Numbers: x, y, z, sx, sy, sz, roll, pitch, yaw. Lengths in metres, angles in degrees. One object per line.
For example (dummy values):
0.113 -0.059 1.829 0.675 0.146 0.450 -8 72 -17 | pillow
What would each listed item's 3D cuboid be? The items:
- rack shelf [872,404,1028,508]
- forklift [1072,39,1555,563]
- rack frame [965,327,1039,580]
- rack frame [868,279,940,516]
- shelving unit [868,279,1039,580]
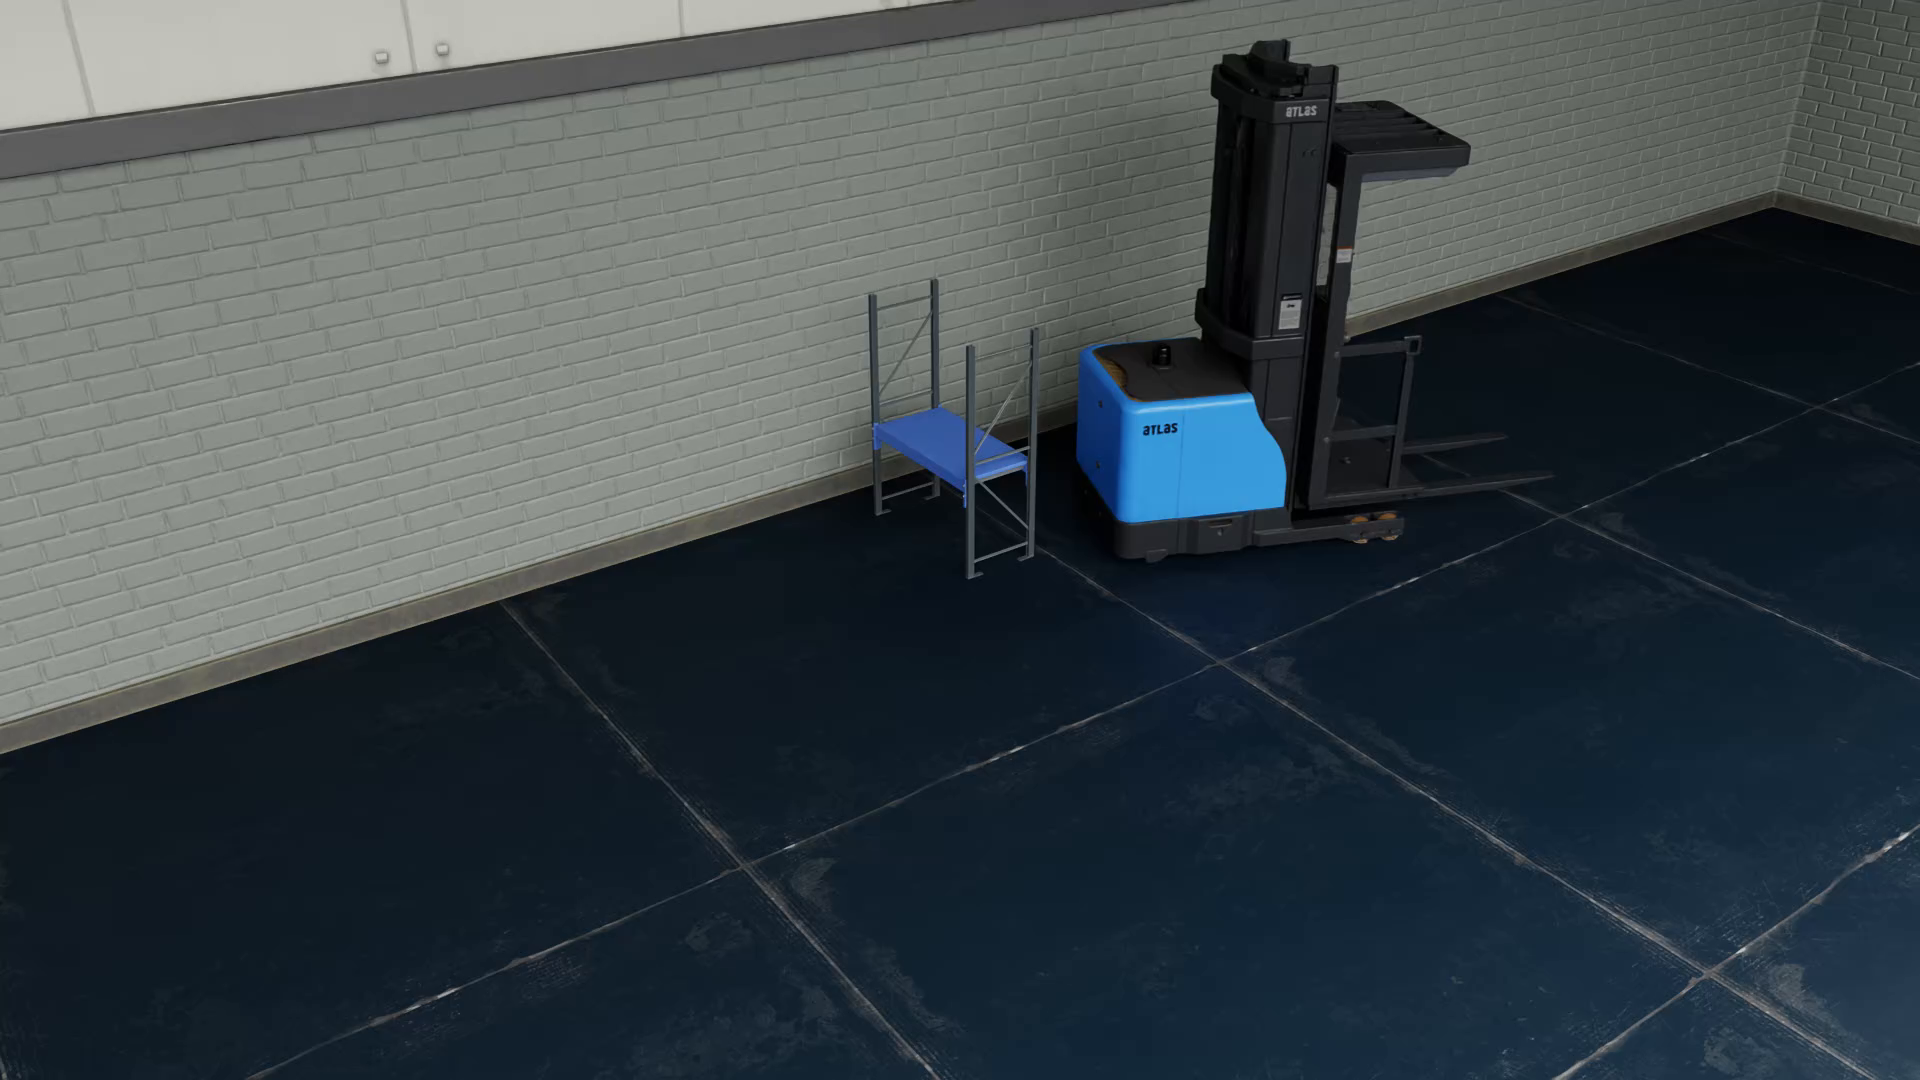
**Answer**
-0.049 -0.534 10.266 0.538 0.185 1.000 -19 34 -31 | rack shelf
2.311 -1.504 10.175 3.031 2.935 1.130 -6 29 -11 | forklift
0.245 -0.495 9.816 0.500 1.500 0.032 -19 34 -31 | rack frame
-0.344 -0.890 10.544 0.500 1.500 0.032 -19 34 -31 | rack frame
-0.049 -0.692 10.180 0.538 1.500 1.048 -19 34 -31 | shelving unit
